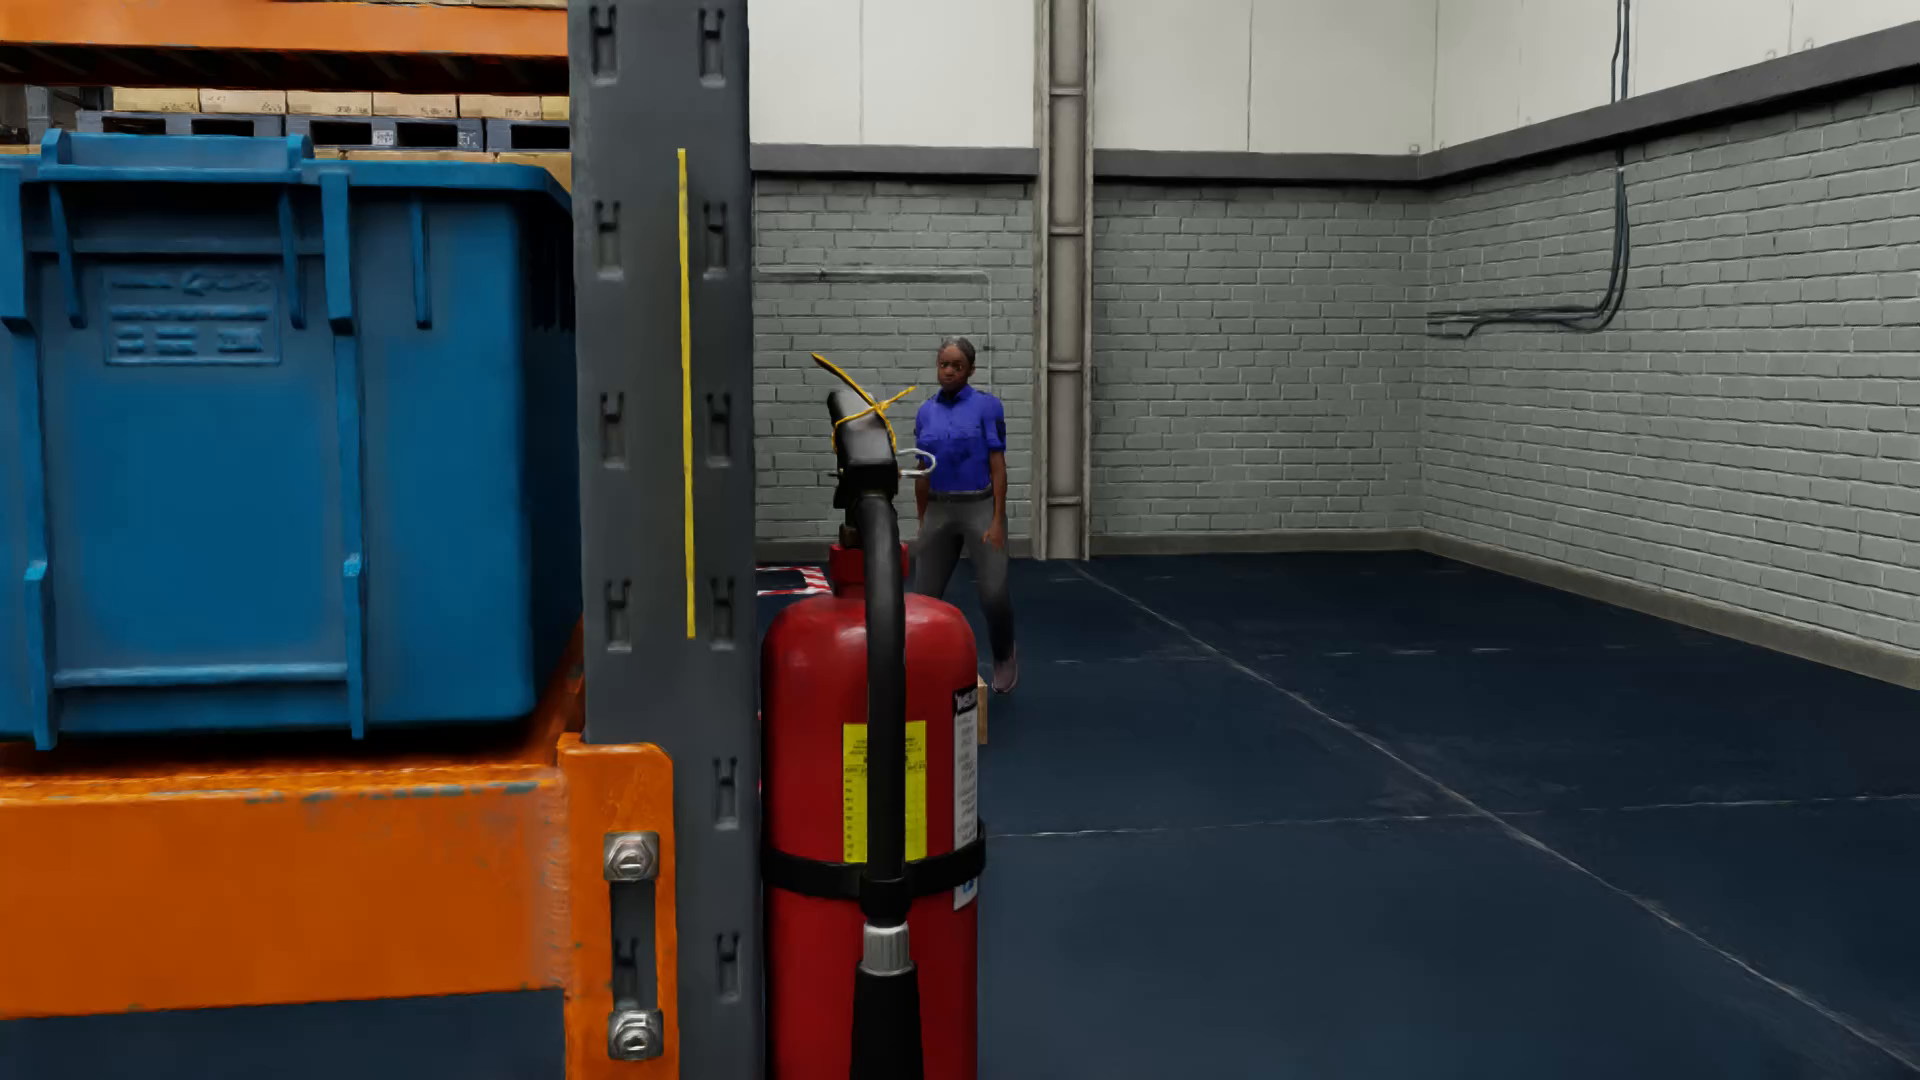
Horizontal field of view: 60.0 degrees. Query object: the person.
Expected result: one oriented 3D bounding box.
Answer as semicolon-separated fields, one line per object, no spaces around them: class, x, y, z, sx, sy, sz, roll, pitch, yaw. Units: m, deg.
person;-0.018;-0.079;7.402;0.608;1.653;0.567;3;7;23
